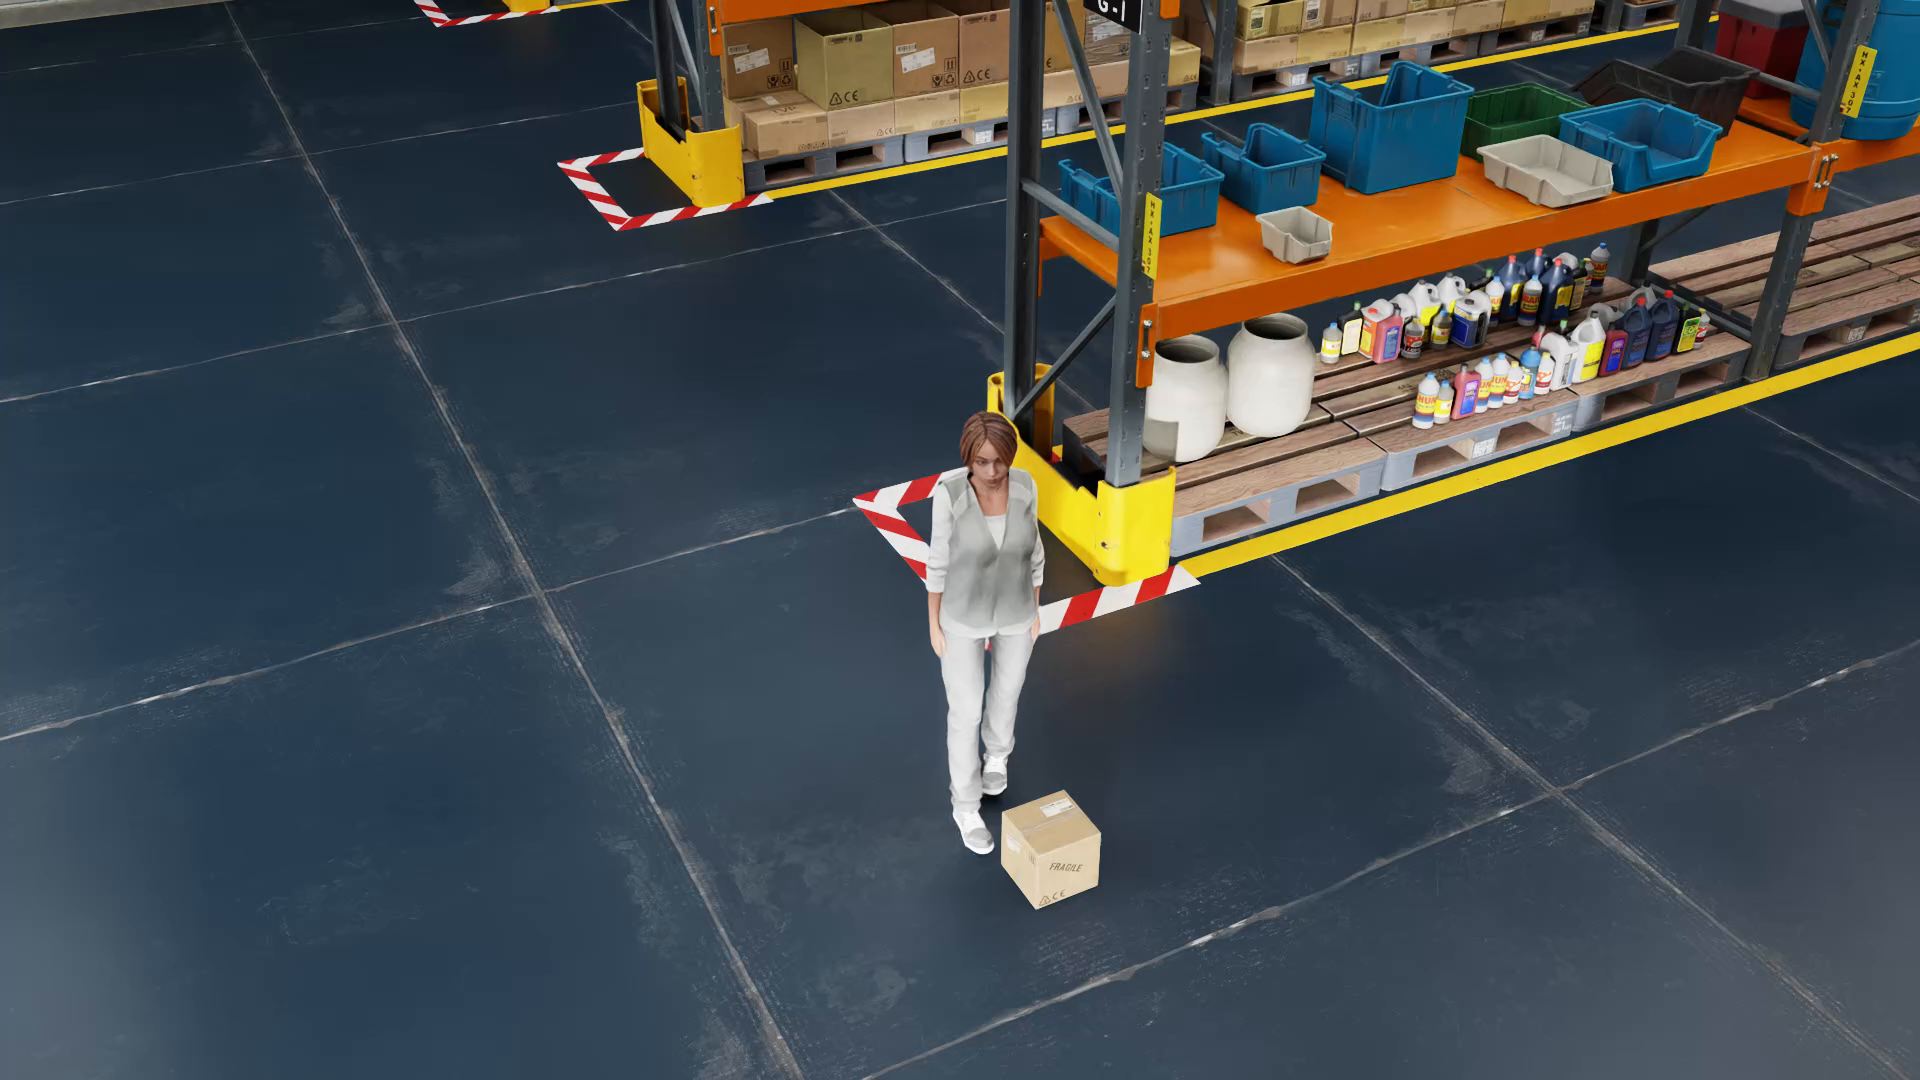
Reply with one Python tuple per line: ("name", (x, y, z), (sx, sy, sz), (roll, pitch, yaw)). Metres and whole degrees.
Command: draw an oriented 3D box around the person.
("person", (0.110, 0.300, 5.683), (0.422, 1.595, 0.555), (-9, 35, -14))
